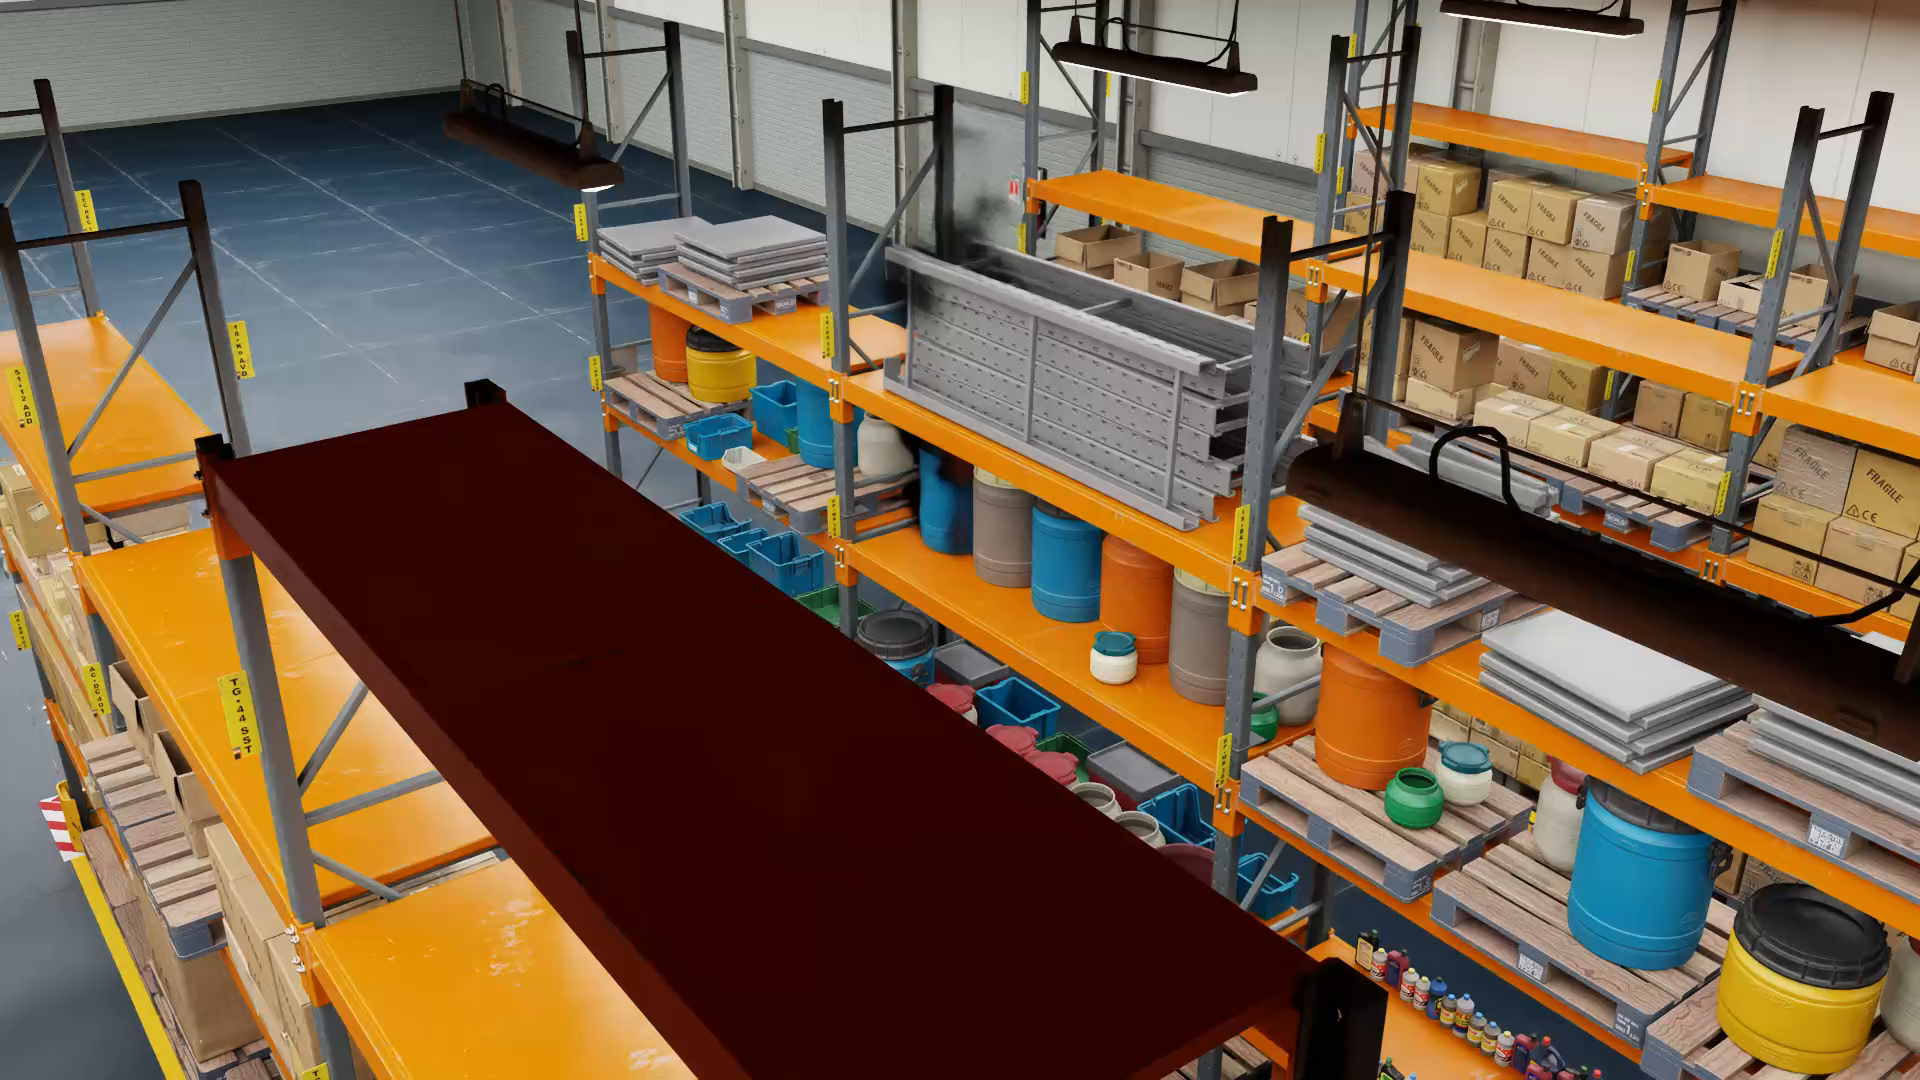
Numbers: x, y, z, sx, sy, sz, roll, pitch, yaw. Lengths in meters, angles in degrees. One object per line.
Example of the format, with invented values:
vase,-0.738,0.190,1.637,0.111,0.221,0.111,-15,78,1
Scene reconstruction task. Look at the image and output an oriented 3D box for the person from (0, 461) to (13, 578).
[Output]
person,-9.576,0.022,16.849,0.625,1.756,0.667,-3,25,-7
